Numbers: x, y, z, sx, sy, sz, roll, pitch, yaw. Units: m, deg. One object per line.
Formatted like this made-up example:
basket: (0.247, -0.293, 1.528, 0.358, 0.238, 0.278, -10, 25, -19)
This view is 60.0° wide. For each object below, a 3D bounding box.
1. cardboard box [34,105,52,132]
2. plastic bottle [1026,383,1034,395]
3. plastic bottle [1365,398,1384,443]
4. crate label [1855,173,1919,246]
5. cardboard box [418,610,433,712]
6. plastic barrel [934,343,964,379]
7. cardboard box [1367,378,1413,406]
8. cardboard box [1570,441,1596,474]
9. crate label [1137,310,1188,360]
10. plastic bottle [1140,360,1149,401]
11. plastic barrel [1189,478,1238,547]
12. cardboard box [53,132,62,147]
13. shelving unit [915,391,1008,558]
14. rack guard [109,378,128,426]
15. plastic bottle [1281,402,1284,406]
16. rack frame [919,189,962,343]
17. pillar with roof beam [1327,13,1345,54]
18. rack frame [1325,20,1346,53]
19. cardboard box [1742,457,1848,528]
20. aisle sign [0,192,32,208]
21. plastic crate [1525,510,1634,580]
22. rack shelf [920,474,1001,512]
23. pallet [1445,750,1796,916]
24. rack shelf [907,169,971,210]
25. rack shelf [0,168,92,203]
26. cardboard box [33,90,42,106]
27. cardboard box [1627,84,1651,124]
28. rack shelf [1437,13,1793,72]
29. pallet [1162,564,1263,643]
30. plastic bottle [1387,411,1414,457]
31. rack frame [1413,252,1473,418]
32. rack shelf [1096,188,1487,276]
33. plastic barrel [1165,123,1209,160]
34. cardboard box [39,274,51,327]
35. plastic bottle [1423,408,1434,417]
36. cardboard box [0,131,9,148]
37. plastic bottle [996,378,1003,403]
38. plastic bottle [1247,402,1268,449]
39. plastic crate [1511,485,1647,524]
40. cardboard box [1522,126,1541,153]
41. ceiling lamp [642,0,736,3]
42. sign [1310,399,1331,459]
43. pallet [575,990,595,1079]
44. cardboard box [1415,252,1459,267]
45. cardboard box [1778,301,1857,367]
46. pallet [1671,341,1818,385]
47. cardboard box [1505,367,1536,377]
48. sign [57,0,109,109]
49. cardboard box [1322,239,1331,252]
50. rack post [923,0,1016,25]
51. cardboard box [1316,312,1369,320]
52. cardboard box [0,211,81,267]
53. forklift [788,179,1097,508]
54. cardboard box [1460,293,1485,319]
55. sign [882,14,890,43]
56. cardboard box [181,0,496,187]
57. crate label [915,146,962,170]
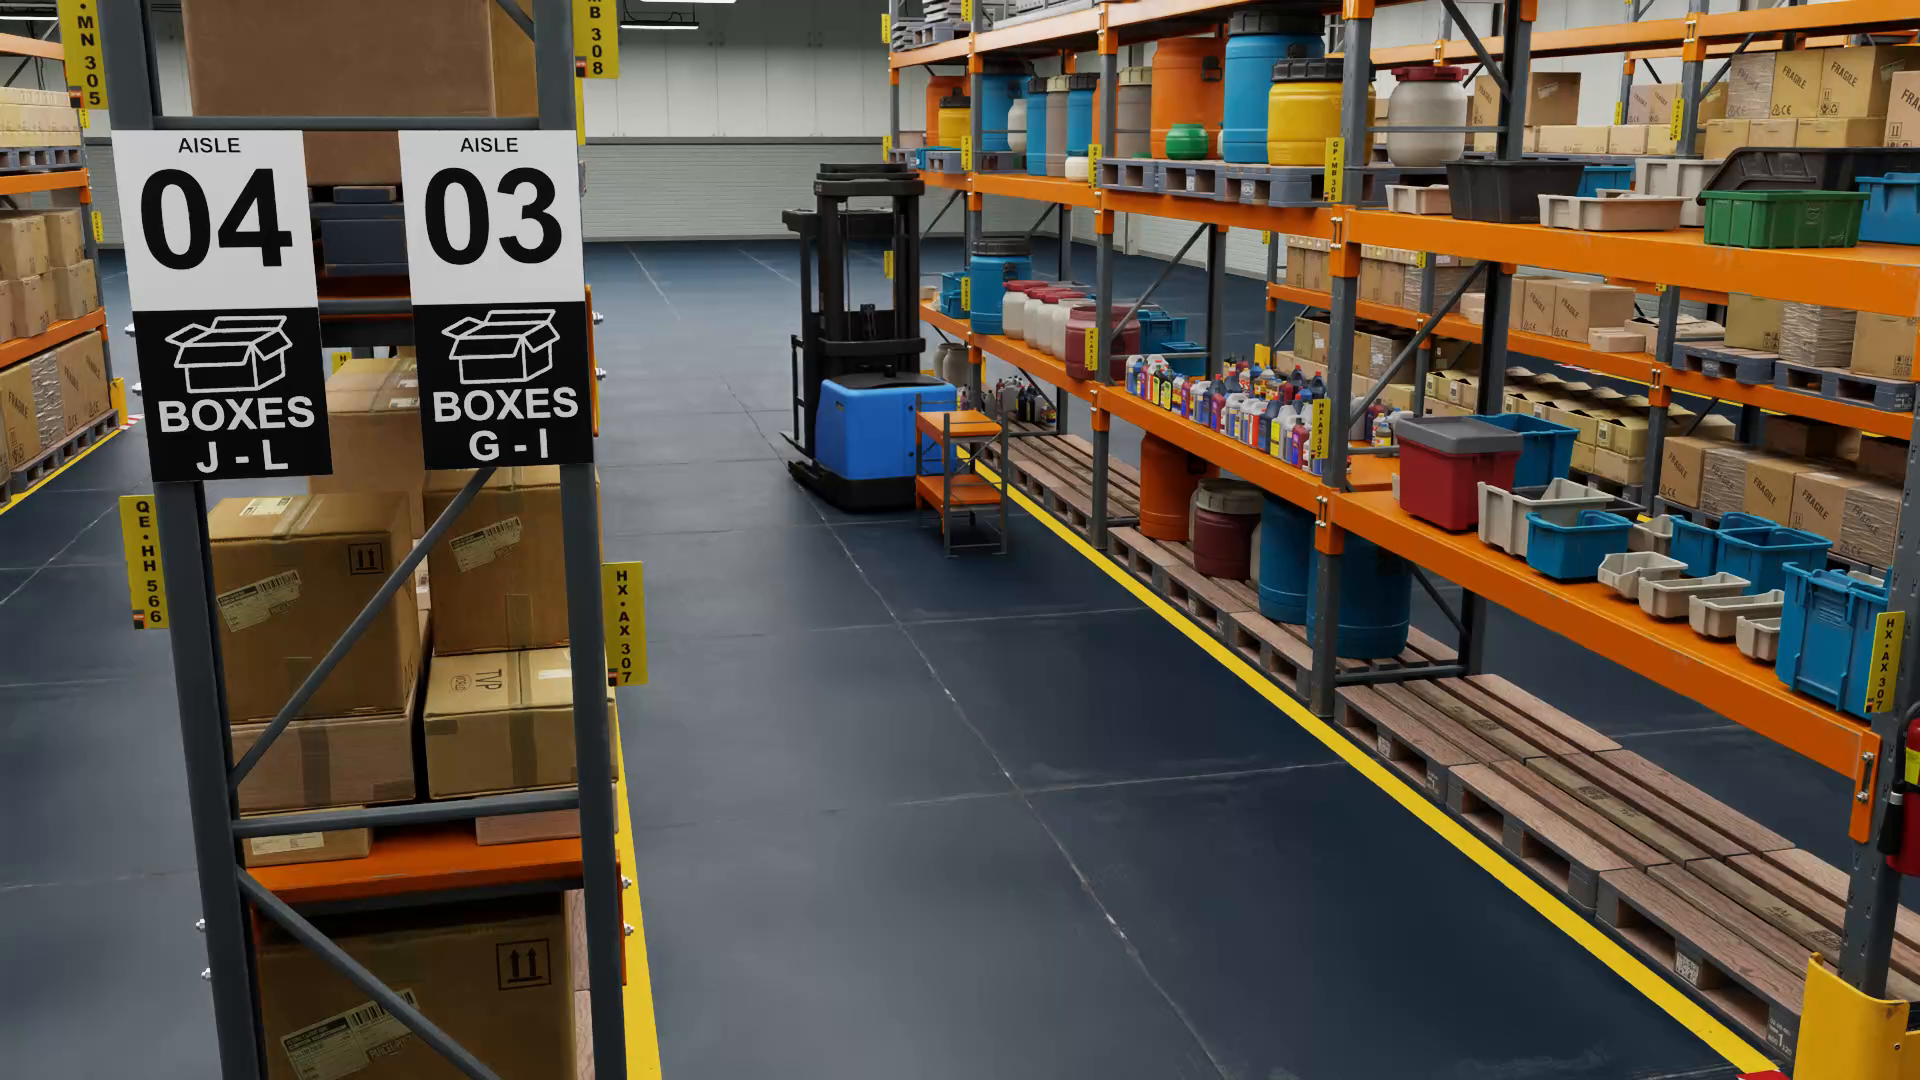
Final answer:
cardboard box: (-9.376, -4.187, 16.517, 0.500, 0.250, 0.500, -3, 14, -14)
plastic bottle: (0.772, -1.520, 17.984, 0.144, 0.351, 0.185, -4, 14, -16)
plastic bottle: (2.601, -0.752, 10.429, 0.061, 0.283, 0.133, -3, 14, -13)
crate label: (3.518, -1.188, 5.962, 0.408, 0.251, 0.502, -3, 14, -13)
cardboard box: (-1.884, 0.418, 5.084, 0.500, 0.250, 0.500, -4, 14, -14)
plastic barrel: (-0.108, -2.111, 20.105, 0.421, 0.512, 0.421, 0, 14, 0)
cardboard box: (4.989, -1.695, 18.952, 0.500, 0.250, 0.500, -3, 14, -13)
cardboard box: (5.872, -0.788, 15.240, 0.500, 0.250, 0.500, -3, 14, -14)
crate label: (1.571, -1.679, 13.905, 0.502, 0.435, 0.616, -3, 14, -13)
plastic bottle: (1.362, -1.165, 12.120, 0.061, 0.283, 0.133, -3, 14, -13)
plastic barrel: (1.893, -0.176, 12.184, 0.421, 0.512, 0.421, 0, 14, 0)
cardboard box: (-9.411, -4.088, 16.954, 0.380, 0.149, 0.250, -3, 14, -13)
shelving unit: (-10.752, -3.793, 16.311, 19.663, 6.000, 13.307, -3, 14, -13)
rack guard: (-10.002, -1.525, 18.617, 1.175, 0.500, 0.348, -3, 14, -13)
plastic bottle: (1.987, -0.717, 10.314, 0.097, 0.271, 0.097, 0, 14, 0)
rack frame: (-0.340, -3.263, 20.463, 0.949, 2.616, 0.053, -3, 14, -13)
pillar with roof beam: (3.295, -9.145, 31.897, 9.100, 9.000, 0.400, -3, 14, -13)
rack frame: (4.479, -6.453, 20.878, 1.000, 3.000, 0.127, -3, 14, -13)
cardboard box: (6.428, -0.335, 12.818, 0.500, 0.500, 0.500, -3, 14, -14)
aisle sign: (-10.305, -3.997, 17.988, 0.394, 0.787, 0.004, -3, 14, -13)
plastic crate: (2.689, 0.021, 7.249, 0.416, 0.233, 0.300, -3, 14, -13)
rack shelf: (0.002, -0.379, 13.328, 0.459, 0.093, 0.952, -3, 14, -13)
pallet: (2.982, 1.309, 7.624, 1.003, 0.211, 1.213, -3, 14, -13)
rack shelf: (0.133, -3.910, 18.305, 1.077, 0.370, 4.000, -3, 14, -13)
rack shelf: (-9.527, -3.380, 16.138, 1.077, 0.370, 4.000, -3, 14, -13)
cardboard box: (-9.289, -4.357, 16.374, 0.380, 0.149, 0.250, -3, 14, -14)
cardboard box: (9.147, -5.714, 21.816, 0.500, 0.500, 0.500, -4, 14, -17)
rack shelf: (5.888, -4.525, 15.346, 1.077, 0.370, 4.000, -3, 14, -13)
pallet: (2.051, 0.397, 11.356, 1.003, 0.211, 1.213, -3, 14, -13)
plastic bottle: (2.657, -0.647, 10.017, 0.152, 0.276, 0.135, -3, 14, -13)
rack frame: (5.418, -2.616, 17.813, 1.000, 3.000, 0.127, -3, 14, -13)
rack shelf: (2.012, -2.064, 10.751, 1.077, 0.370, 4.000, -3, 14, -13)
plastic barrel: (1.567, -2.746, 11.469, 0.294, 0.245, 0.294, 0, 14, 0)
cardboard box: (-9.541, -2.342, 16.377, 0.875, 0.550, 0.500, -3, 14, -13)
plastic bottle: (2.704, -0.580, 9.583, 0.144, 0.351, 0.185, -3, 14, -13)
cardboard box: (-8.990, -3.677, 15.271, 0.380, 0.149, 0.250, -4, 14, -14)
plastic bottle: (0.450, -1.692, 18.831, 0.061, 0.283, 0.133, -3, 14, -13)
plastic bottle: (1.870, -0.708, 10.267, 0.152, 0.276, 0.135, -3, 14, -13)
plastic crate: (3.005, -0.147, 8.163, 0.437, 0.125, 0.590, -3, 14, -13)
cardboard box: (5.685, -3.935, 16.323, 0.500, 0.250, 0.500, -5, 15, -19)
ceiling lamp: (-5.598, -11.109, 34.261, 1.941, 0.041, 0.237, -3, 14, -13)
sign: (1.946, -0.599, 8.976, 0.100, 0.325, 0.005, -3, 14, -13)
pallet: (-1.658, 1.878, 5.294, 1.003, 0.211, 1.213, -3, 14, -13)
cardboard box: (5.146, -3.030, 17.932, 0.380, 0.149, 0.250, -3, 14, -13)
cardboard box: (6.644, -1.585, 12.498, 0.700, 0.500, 0.500, -1, 14, -3)
pallet: (6.585, -1.447, 13.435, 1.213, 0.211, 1.003, -3, 14, -13)
cardboard box: (5.792, -1.679, 17.706, 0.500, 0.311, 0.500, -3, 14, -13)
sign: (-1.924, -1.118, 3.663, 0.100, 0.325, 0.005, -3, 14, -13)
cardboard box: (4.606, -3.562, 20.107, 0.380, 0.149, 0.250, -4, 14, -15)
rack post: (0.149, -5.696, 17.938, 0.937, 0.300, 0.954, -4, 14, -14)
cardboard box: (-3.727, -0.542, 13.624, 21.017, 0.960, 12.000, -3, 14, -13)
cardboard box: (-9.728, -3.122, 17.294, 0.875, 0.550, 0.550, -3, 14, -13)
forklift: (1.535, -6.537, 34.193, 19.219, 2.843, 37.447, -5, 15, -20)
cardboard box: (5.576, -2.432, 17.376, 0.500, 0.250, 0.500, -2, 14, -10)
sign: (-7.569, -3.735, 16.486, 14.822, 3.311, 3.911, -3, 14, -13)
cardboard box: (-9.678, -2.686, 5.739, 15.158, 2.748, 8.672, -4, 14, -17)
crate label: (-0.219, -4.198, 18.283, 0.502, 0.251, 0.408, -3, 14, -13)
